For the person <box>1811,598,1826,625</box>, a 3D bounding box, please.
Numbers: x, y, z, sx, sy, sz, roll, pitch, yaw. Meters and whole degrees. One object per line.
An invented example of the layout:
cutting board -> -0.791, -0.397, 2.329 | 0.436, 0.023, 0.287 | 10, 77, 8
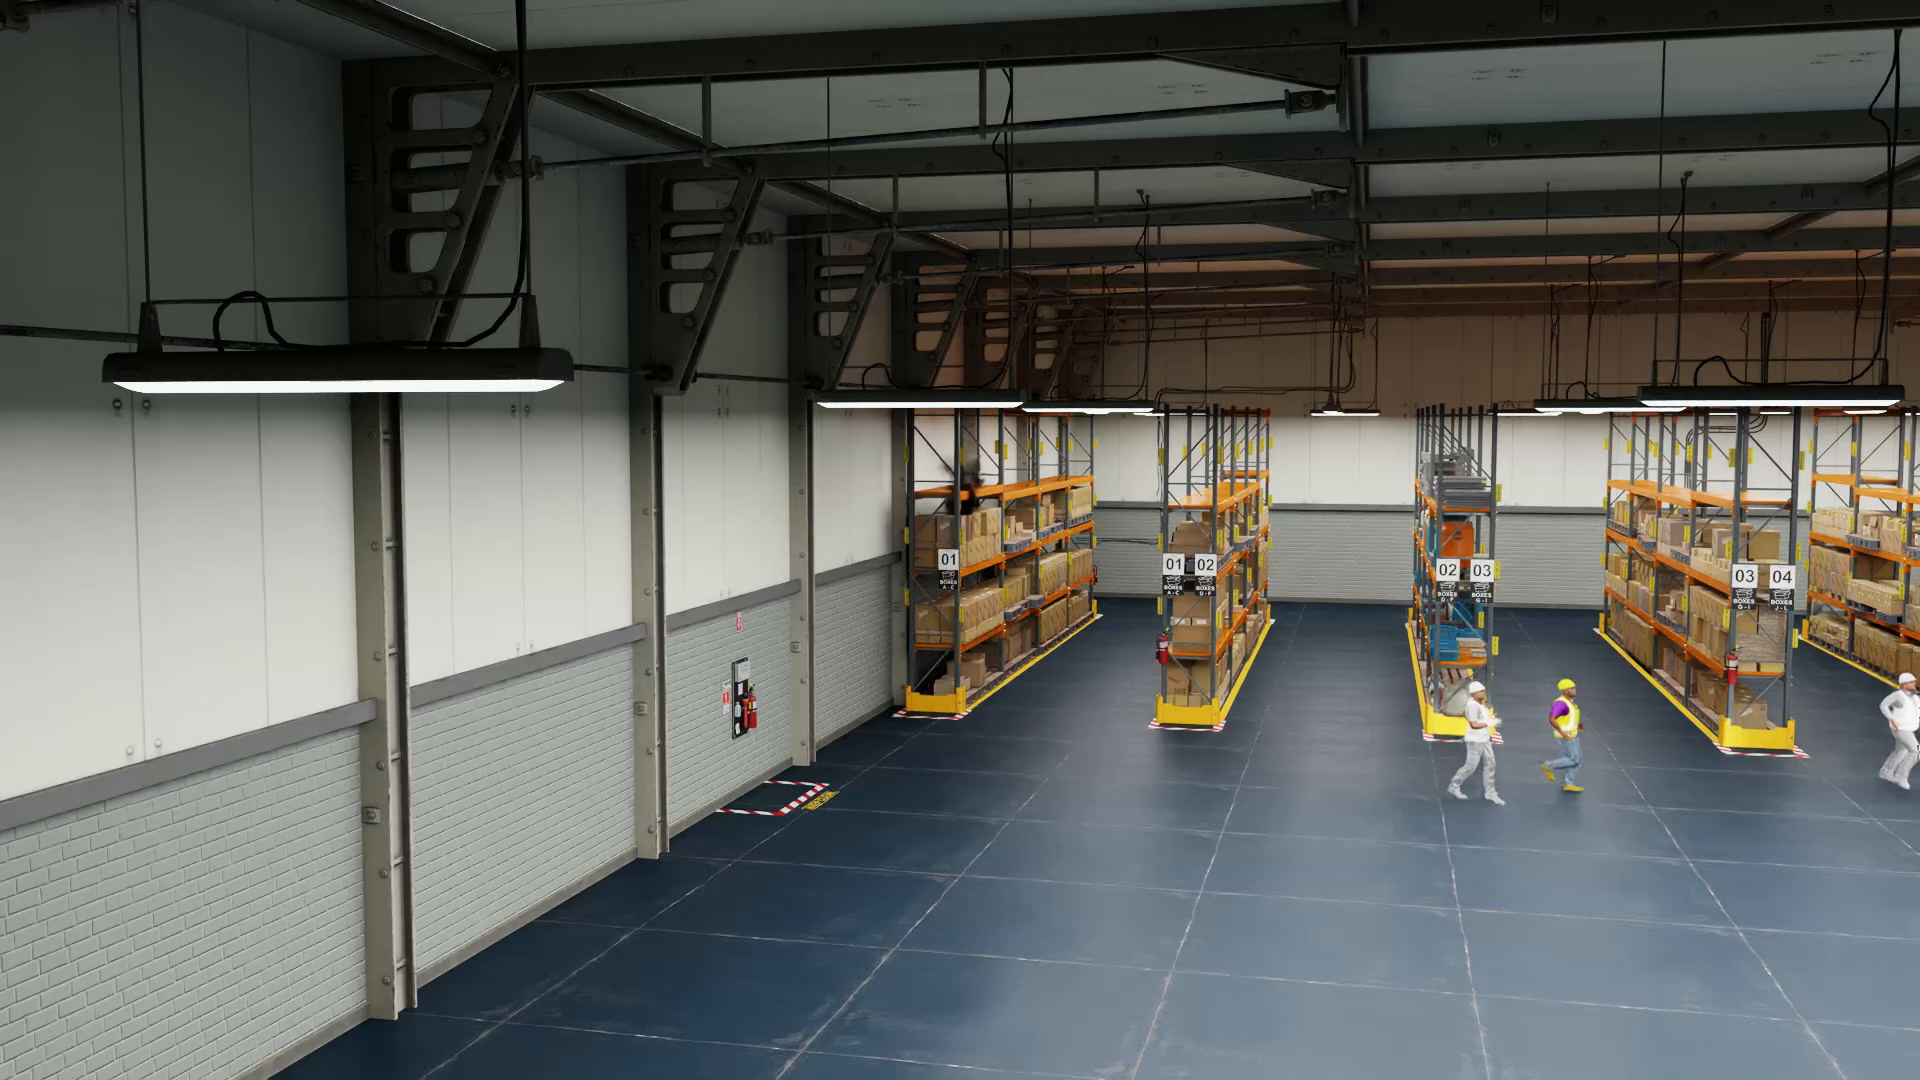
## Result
person -> 22.935, 1.676, 44.498 | 0.604, 1.588, 0.870 | -4, 6, -42

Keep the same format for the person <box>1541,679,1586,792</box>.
person -> 9.302, 3.000, 25.595 | 0.618, 1.724, 0.718 | 3, 5, 33

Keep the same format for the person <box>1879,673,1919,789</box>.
person -> 14.753, 2.968, 25.925 | 0.627, 1.816, 0.739 | -3, 5, -36

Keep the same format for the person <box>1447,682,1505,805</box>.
person -> 7.685, 3.012, 24.718 | 0.824, 1.823, 0.664 | 3, 5, 31
